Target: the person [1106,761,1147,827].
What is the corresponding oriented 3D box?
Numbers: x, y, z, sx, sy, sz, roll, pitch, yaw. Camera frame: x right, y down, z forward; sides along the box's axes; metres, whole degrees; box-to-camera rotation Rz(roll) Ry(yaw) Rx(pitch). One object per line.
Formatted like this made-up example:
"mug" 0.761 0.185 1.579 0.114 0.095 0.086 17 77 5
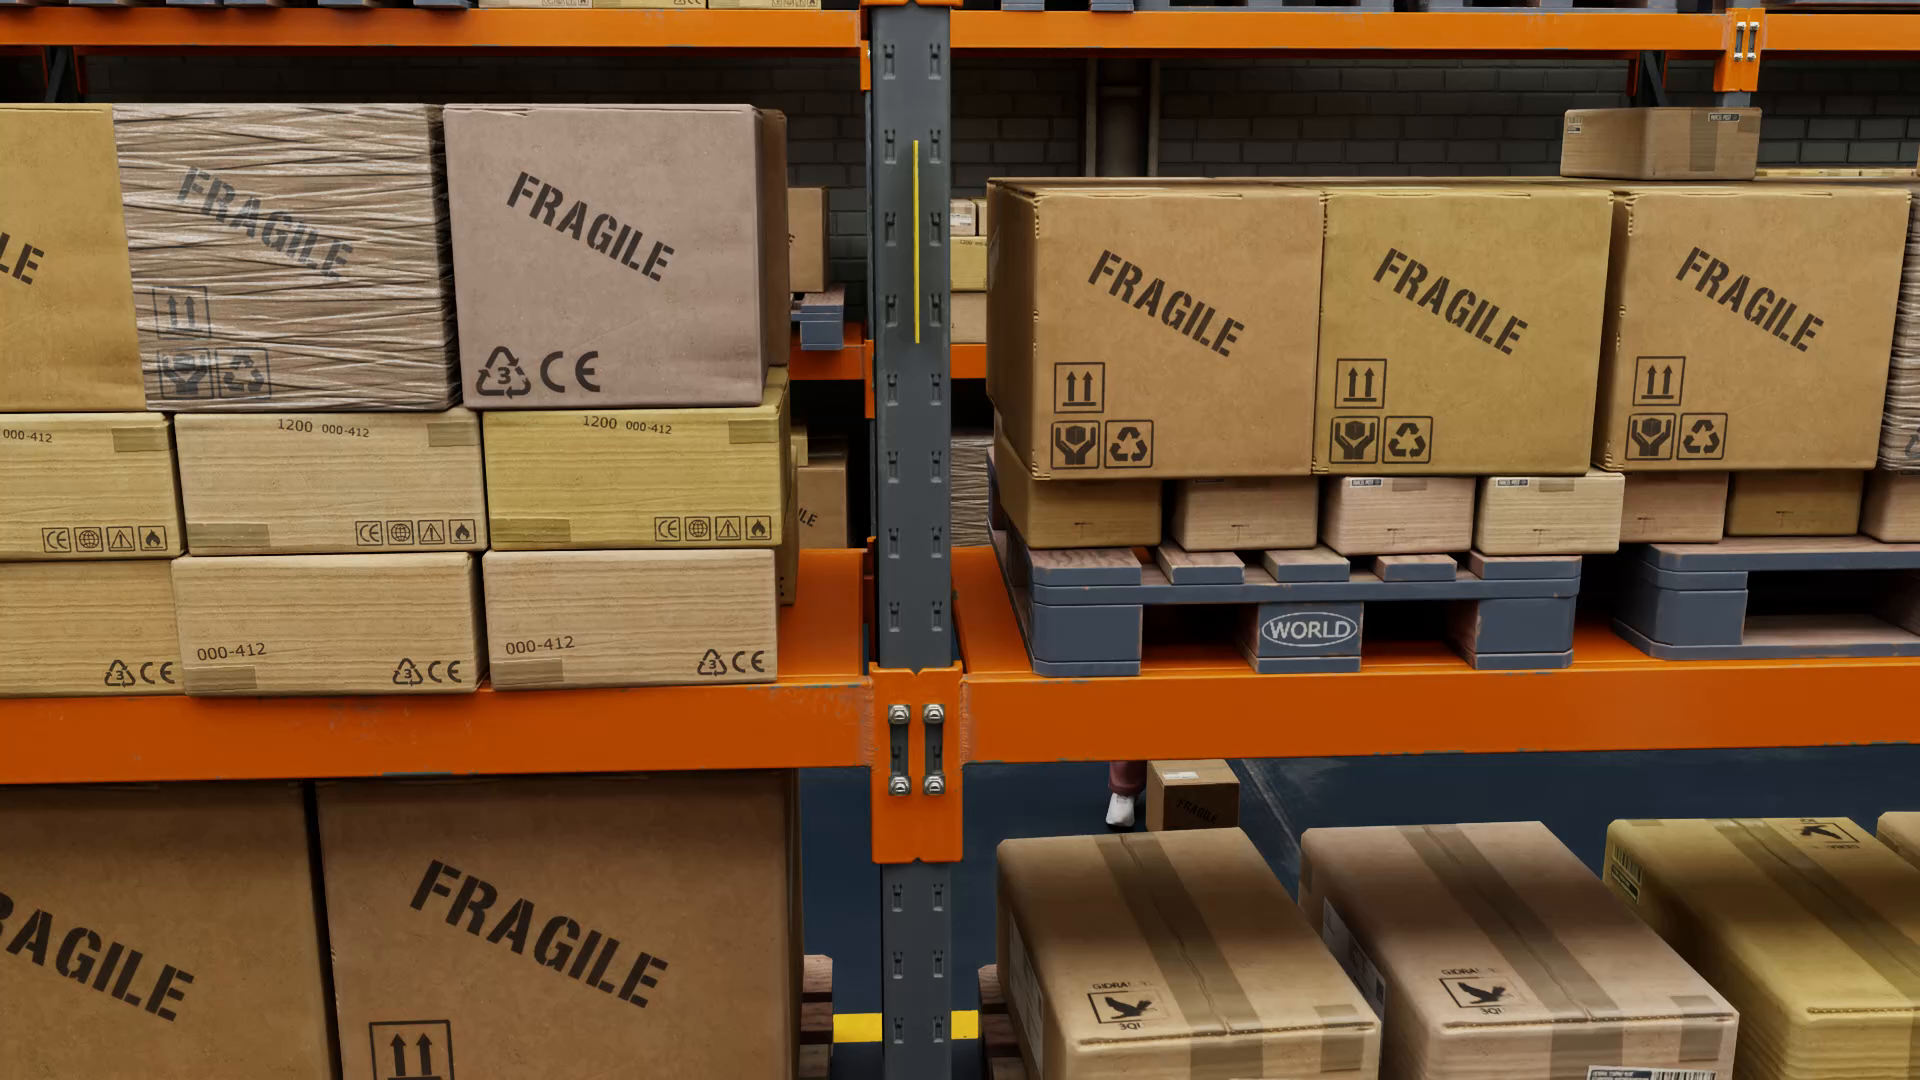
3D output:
"person" 0.738 0.118 5.511 0.521 1.671 0.364 -2 14 -7
